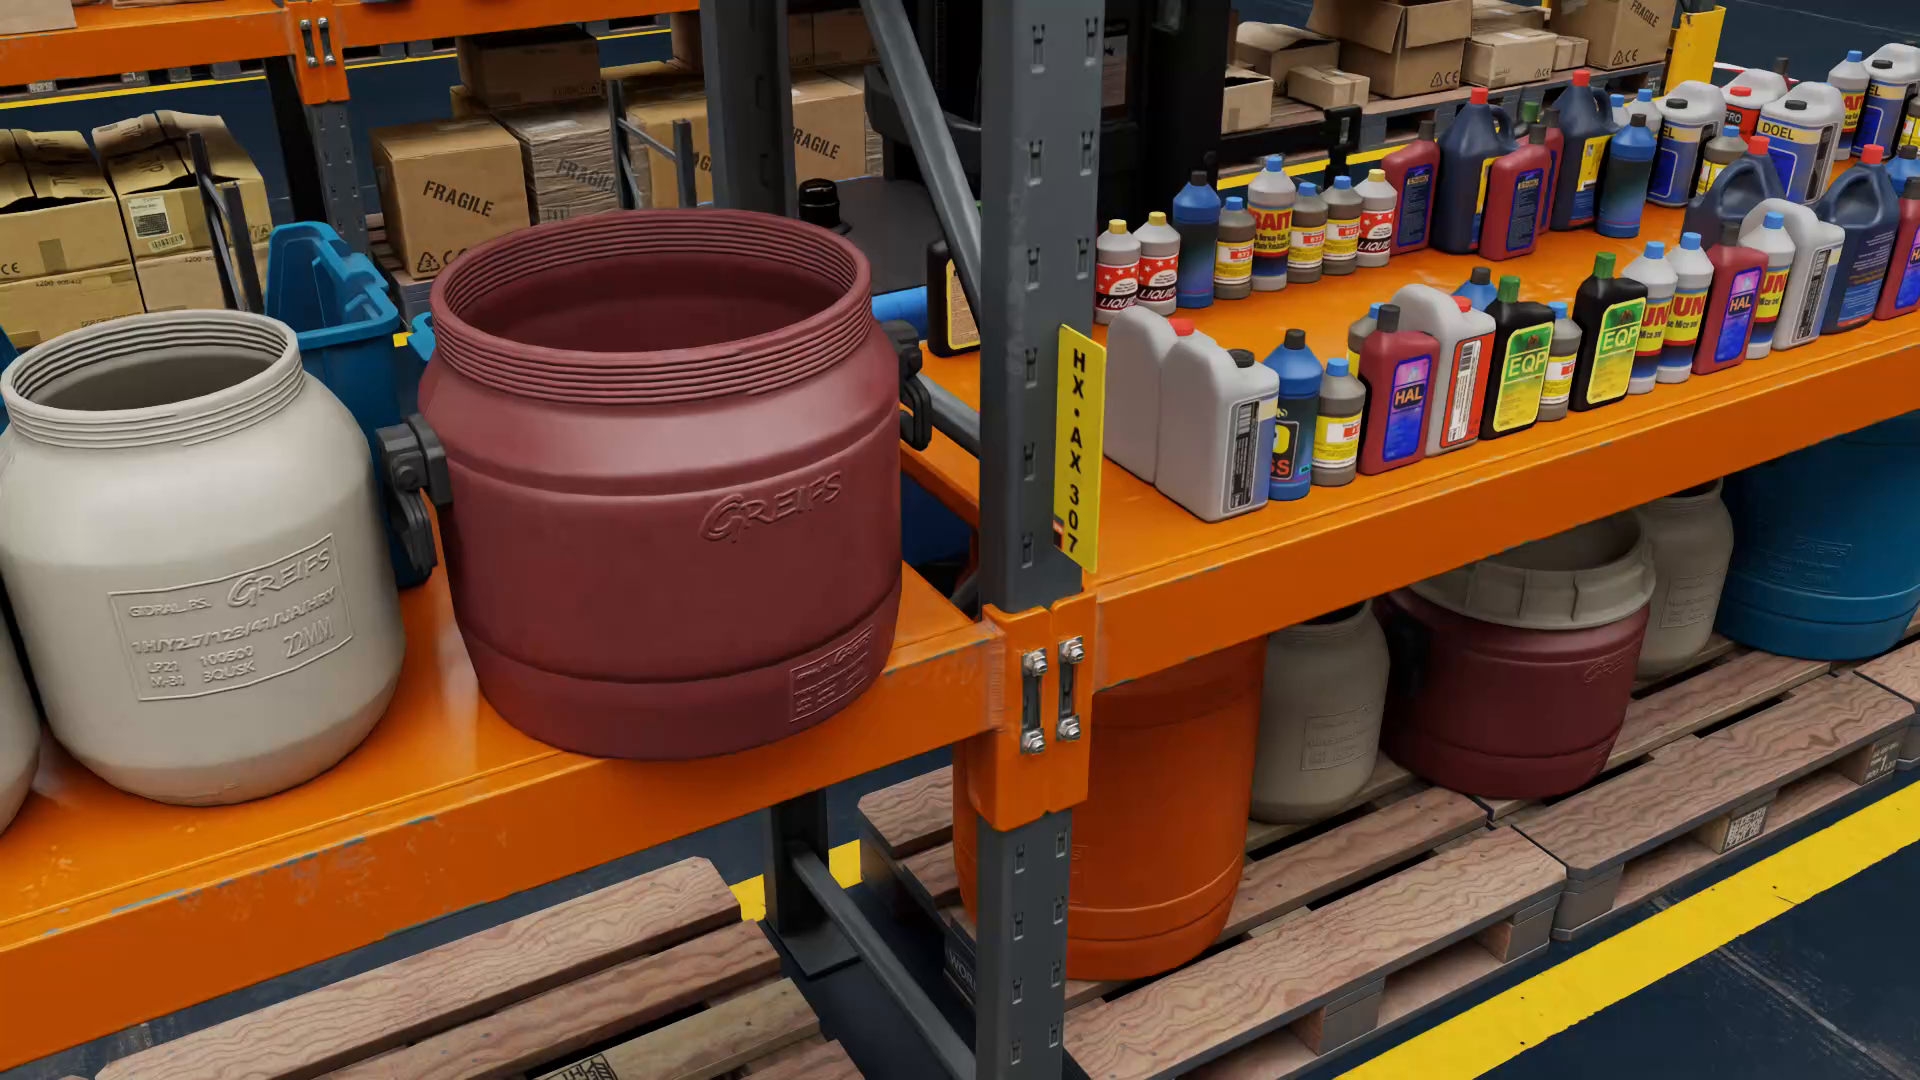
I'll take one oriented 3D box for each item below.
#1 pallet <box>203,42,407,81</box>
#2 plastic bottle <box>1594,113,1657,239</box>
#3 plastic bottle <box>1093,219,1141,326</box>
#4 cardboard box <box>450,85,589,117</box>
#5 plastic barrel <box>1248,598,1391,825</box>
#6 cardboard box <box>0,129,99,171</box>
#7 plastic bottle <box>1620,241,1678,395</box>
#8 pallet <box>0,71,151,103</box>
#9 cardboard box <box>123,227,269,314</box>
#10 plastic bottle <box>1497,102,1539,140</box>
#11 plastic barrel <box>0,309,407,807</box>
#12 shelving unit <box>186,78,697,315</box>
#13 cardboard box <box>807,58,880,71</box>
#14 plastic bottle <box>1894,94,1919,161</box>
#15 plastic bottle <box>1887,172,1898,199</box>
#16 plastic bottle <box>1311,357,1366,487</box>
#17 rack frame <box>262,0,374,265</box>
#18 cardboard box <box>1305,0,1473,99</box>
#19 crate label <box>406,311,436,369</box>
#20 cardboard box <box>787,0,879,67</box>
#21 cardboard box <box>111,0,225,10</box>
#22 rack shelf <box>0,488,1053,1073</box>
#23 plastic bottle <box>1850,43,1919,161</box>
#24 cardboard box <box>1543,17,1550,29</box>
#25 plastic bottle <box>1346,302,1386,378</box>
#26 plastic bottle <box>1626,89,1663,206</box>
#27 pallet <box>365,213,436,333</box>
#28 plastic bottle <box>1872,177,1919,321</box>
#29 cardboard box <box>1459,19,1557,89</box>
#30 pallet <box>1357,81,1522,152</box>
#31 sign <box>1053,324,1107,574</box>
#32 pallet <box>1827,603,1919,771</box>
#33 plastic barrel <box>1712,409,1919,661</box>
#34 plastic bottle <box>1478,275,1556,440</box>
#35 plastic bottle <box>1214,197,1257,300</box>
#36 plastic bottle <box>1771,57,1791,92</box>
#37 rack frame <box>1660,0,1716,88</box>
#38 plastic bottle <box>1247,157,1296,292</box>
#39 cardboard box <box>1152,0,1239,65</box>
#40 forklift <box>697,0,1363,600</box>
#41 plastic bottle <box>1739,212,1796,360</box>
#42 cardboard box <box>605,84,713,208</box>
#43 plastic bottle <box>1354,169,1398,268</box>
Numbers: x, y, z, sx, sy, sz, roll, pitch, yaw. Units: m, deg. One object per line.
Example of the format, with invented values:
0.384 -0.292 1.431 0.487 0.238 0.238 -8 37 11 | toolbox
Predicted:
-4.430 -3.340 11.084 1.213 0.211 1.003 -16 33 -26 | pallet
1.520 -0.832 3.787 0.097 0.271 0.097 0 29 0 | plastic bottle
0.311 -0.539 3.328 0.097 0.201 0.097 0 29 0 | plastic bottle
-1.948 -1.762 7.469 0.500 0.500 0.500 -15 32 -24 | cardboard box
0.726 0.331 3.686 0.421 0.512 0.421 0 29 0 | plastic barrel
-3.684 -1.424 6.557 0.500 0.311 0.500 -17 33 -28 | cardboard box
1.234 -0.407 3.015 0.097 0.271 0.097 0 29 0 | plastic bottle
-5.823 -2.988 10.445 1.213 0.211 1.003 -16 33 -26 | pallet
-2.965 -1.086 6.525 0.500 0.250 0.500 -15 32 -25 | cardboard box
1.263 -0.856 3.817 0.133 0.283 0.061 -16 33 -26 | plastic bottle
-0.908 0.020 1.994 0.421 0.512 0.421 0 29 0 | plastic barrel
-1.208 -0.313 4.265 1.083 1.500 0.587 -16 33 -26 | shelving unit
-0.616 -2.143 8.160 0.500 0.500 0.500 -15 32 -26 | cardboard box
2.491 -1.073 4.295 0.097 0.201 0.097 0 29 0 | plastic bottle
1.846 -0.614 3.392 0.097 0.271 0.097 0 29 0 | plastic bottle
0.605 -0.197 2.709 0.097 0.201 0.097 0 29 0 | plastic bottle
-2.635 -2.337 6.380 0.127 3.000 1.000 -16 33 -26 | rack frame
2.430 -2.877 9.488 0.637 0.503 0.797 -16 33 -26 | cardboard box
-0.682 -0.252 2.775 0.416 0.233 0.303 -16 33 -26 | crate label
-0.589 -2.481 7.996 0.500 0.250 0.500 -16 33 -26 | cardboard box
-2.971 -2.227 6.273 0.500 0.311 0.500 -14 32 -23 | cardboard box
-1.854 0.532 1.926 4.000 0.370 1.077 -16 33 -26 | rack shelf
2.412 -1.153 4.363 0.135 0.276 0.152 -16 33 -26 | plastic bottle
3.511 -3.227 10.469 0.250 0.166 0.380 -16 33 -26 | cardboard box
0.727 -0.317 2.926 0.097 0.201 0.097 0 29 0 | plastic bottle
1.615 -0.940 3.982 0.097 0.271 0.097 0 29 0 | plastic bottle
-1.973 -1.283 7.356 1.213 0.211 1.003 -16 33 -26 | pallet
1.901 -0.591 3.337 0.133 0.283 0.061 -16 33 -26 | plastic bottle
3.084 -2.828 9.660 0.500 0.250 0.500 -16 33 -26 | cardboard box
2.459 -2.563 9.676 1.213 0.211 1.003 -16 33 -26 | pallet
0.156 -0.116 2.187 0.005 0.325 0.100 -16 33 -26 | sign
2.633 0.141 4.776 1.213 0.211 1.003 -16 33 -26 | pallet
2.231 -0.217 4.276 0.708 0.901 0.600 -16 33 -26 | plastic barrel
0.945 -0.319 2.845 0.133 0.283 0.061 -16 33 -26 | plastic bottle
0.563 -0.611 3.458 0.097 0.201 0.097 0 29 0 | plastic bottle
2.021 -1.071 4.207 0.133 0.283 0.061 -16 33 -26 | plastic bottle
4.262 -4.295 9.928 0.127 3.000 1.000 -16 33 -26 | rack frame
0.647 -0.665 3.484 0.097 0.271 0.097 0 29 0 | plastic bottle
1.161 -2.672 9.118 0.500 0.500 0.500 -16 33 -26 | cardboard box
0.583 -1.428 4.805 3.031 2.935 1.130 -16 33 -26 | forklift
1.517 -0.487 3.161 0.097 0.271 0.097 0 29 0 | plastic bottle
-1.215 -1.678 7.319 0.500 0.500 0.500 -16 33 -27 | cardboard box
0.899 -0.706 3.630 0.097 0.201 0.097 0 29 0 | plastic bottle
